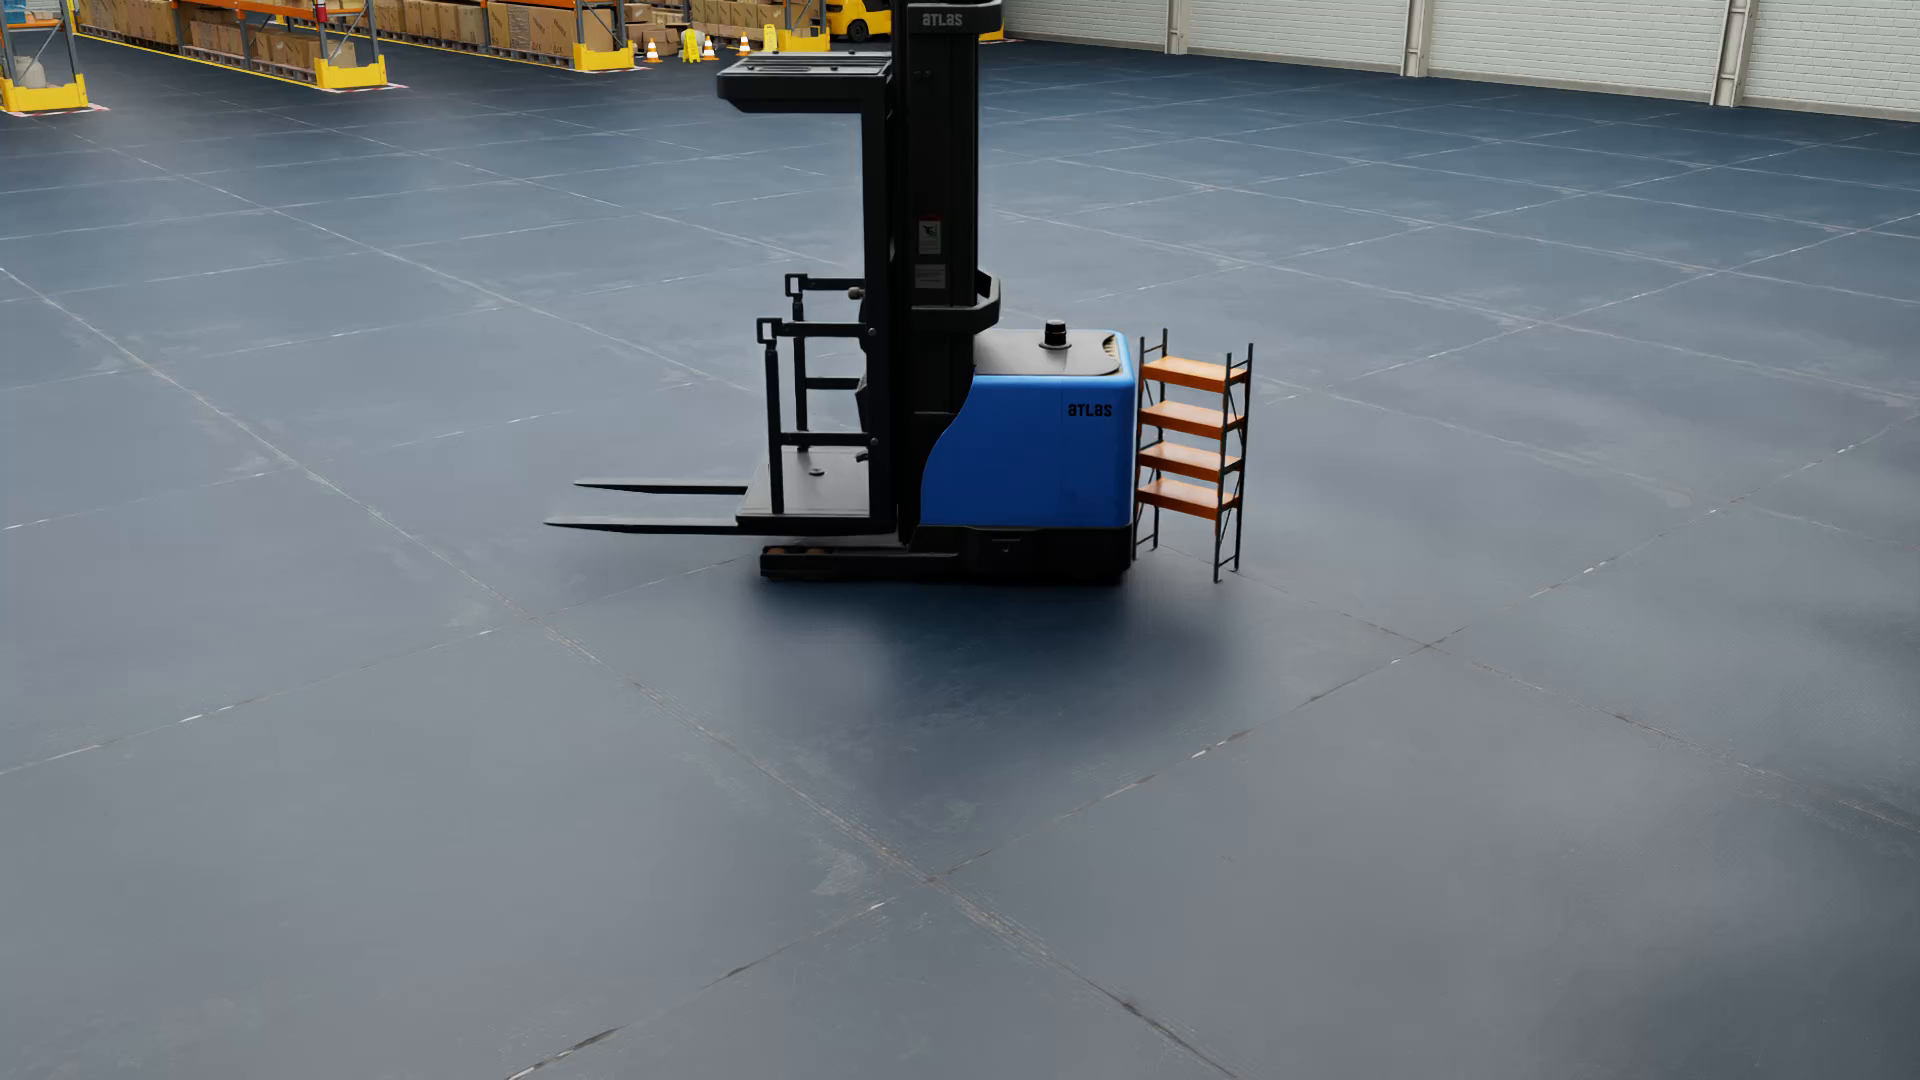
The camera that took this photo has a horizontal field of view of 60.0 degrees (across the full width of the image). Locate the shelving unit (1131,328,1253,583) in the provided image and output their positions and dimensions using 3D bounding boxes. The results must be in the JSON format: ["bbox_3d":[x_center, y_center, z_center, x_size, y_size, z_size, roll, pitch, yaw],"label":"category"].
[{"bbox_3d":[1.169,-0.430,8.437,0.503,1.200,0.258,16,26,35],"label":"shelving unit"}]

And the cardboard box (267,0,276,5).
[{"bbox_3d":[-12.506,-9.936,30.584,0.380,0.149,0.250,-17,27,-37],"label":"cardboard box"}]

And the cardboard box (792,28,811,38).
[{"bbox_3d":[-3.606,-11.053,36.286,0.500,0.250,0.500,-18,28,-38],"label":"cardboard box"}]

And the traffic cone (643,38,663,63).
[{"bbox_3d":[-6.244,-9.946,33.744,0.336,0.463,0.334,-17,27,-37],"label":"traffic cone"}]

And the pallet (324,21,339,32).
[{"bbox_3d":[-15.271,-12.837,41.470,1.003,0.211,1.213,-17,27,-37],"label":"pallet"}]

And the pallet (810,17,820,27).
[{"bbox_3d":[-3.453,-13.370,42.830,1.003,0.211,1.213,-17,27,-37],"label":"pallet"}]

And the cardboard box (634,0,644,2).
[{"bbox_3d":[-9.119,-16.047,48.693,0.700,0.500,0.500,-16,27,-35],"label":"cardboard box"}]

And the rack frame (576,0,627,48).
[{"bbox_3d":[-6.973,-10.643,32.044,1.000,3.000,0.127,-17,27,-37],"label":"rack frame"}]

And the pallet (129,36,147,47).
[{"bbox_3d":[-18.069,-11.312,37.575,1.003,0.211,1.213,-17,27,-37],"label":"pallet"}]

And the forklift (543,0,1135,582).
[{"bbox_3d":[-0.630,-1.344,8.397,3.031,2.935,1.130,1,21,2],"label":"forklift"}]

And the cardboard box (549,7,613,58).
[{"bbox_3d":[-7.466,-10.021,32.793,0.875,0.875,0.875,-17,27,-37],"label":"cardboard box"}]

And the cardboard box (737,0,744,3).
[{"bbox_3d":[-4.632,-11.804,36.285,0.380,0.149,0.250,-16,27,-35],"label":"cardboard box"}]

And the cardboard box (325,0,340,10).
[{"bbox_3d":[-11.139,-9.403,29.222,0.380,0.149,0.250,-17,27,-37],"label":"cardboard box"}]

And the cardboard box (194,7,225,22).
[{"bbox_3d":[-15.558,-10.912,34.528,0.500,0.250,0.500,-16,27,-35],"label":"cardboard box"}]

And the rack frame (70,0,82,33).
[{"bbox_3d":[-21.240,-13.911,40.387,1.000,3.000,0.127,-17,27,-37],"label":"rack frame"}]

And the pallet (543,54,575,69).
[{"bbox_3d":[-7.554,-9.547,33.069,1.003,0.211,1.213,-17,27,-37],"label":"pallet"}]

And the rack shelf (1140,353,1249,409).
[{"bbox_3d":[1.169,-0.796,8.294,0.480,0.148,0.258,16,26,35],"label":"rack shelf"}]

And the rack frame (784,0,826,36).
[{"bbox_3d":[-3.289,-11.849,35.124,1.000,3.000,0.127,-17,27,-37],"label":"rack frame"}]

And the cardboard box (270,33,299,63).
[{"bbox_3d":[-12.797,-9.350,31.596,0.500,0.500,0.500,-9,23,-21],"label":"cardboard box"}]

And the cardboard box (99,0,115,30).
[{"bbox_3d":[-19.587,-12.462,39.025,0.875,0.875,0.875,-17,27,-37],"label":"cardboard box"}]

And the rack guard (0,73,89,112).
[{"bbox_3d":[-14.634,-7.157,26.571,1.175,0.500,0.348,-17,27,-37],"label":"rack guard"}]

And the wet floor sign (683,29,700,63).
[{"bbox_3d":[-5.454,-10.010,33.656,0.232,0.644,0.267,17,27,36],"label":"wet floor sign"}]

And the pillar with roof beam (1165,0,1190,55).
[{"bbox_3d":[1.352,-13.550,31.239,9.100,9.000,0.400,-17,27,-37],"label":"pillar with roof beam"}]

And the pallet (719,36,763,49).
[{"bbox_3d":[-4.634,-11.142,37.141,1.003,0.211,1.213,-17,27,-37],"label":"pallet"}]

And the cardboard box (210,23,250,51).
[{"bbox_3d":[-14.819,-10.256,33.880,0.700,0.500,0.500,-15,26,-33],"label":"cardboard box"}]

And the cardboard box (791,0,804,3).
[{"bbox_3d":[-3.924,-13.978,43.239,0.875,0.625,0.625,-16,27,-36],"label":"cardboard box"}]

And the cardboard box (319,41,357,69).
[{"bbox_3d":[-11.191,-8.698,29.931,0.500,0.500,0.500,-12,24,-28],"label":"cardboard box"}]

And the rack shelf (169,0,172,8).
[{"bbox_3d":[-17.324,-11.918,36.286,1.077,0.370,4.000,-17,27,-37],"label":"rack shelf"}]

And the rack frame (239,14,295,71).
[{"bbox_3d":[-13.407,-10.595,31.922,1.000,3.000,0.127,-17,27,-37],"label":"rack frame"}]

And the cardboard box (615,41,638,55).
[{"bbox_3d":[-7.067,-10.439,35.271,0.396,0.266,0.258,-12,25,-28],"label":"cardboard box"}]

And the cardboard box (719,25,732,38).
[{"bbox_3d":[-5.014,-11.352,37.048,0.500,0.250,0.500,-18,28,-38],"label":"cardboard box"}]

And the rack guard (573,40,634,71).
[{"bbox_3d":[-6.957,-9.472,32.483,1.175,0.500,0.348,-17,27,-37],"label":"rack guard"}]

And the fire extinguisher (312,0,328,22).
[{"bbox_3d":[-11.071,-9.313,28.754,0.296,0.674,0.183,-17,27,-37],"label":"fire extinguisher"}]

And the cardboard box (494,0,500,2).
[{"bbox_3d":[-12.035,-14.613,45.119,0.875,0.438,0.875,-18,28,-39],"label":"cardboard box"}]

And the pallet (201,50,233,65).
[{"bbox_3d":[-14.717,-9.849,33.840,1.003,0.211,1.213,-17,27,-37],"label":"pallet"}]

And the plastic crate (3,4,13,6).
[{"bbox_3d":[-15.522,-8.490,26.750,0.499,0.251,0.408,-17,27,-37],"label":"plastic crate"}]

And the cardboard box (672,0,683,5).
[{"bbox_3d":[-7.950,-15.299,47.266,0.380,0.149,0.250,-18,28,-39],"label":"cardboard box"}]

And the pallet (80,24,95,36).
[{"bbox_3d":[-20.659,-12.410,40.379,1.003,0.211,1.213,-17,27,-37],"label":"pallet"}]

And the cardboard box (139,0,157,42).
[{"bbox_3d":[-17.029,-11.350,36.188,1.225,0.875,0.875,-17,27,-37],"label":"cardboard box"}]

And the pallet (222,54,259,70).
[{"bbox_3d":[-13.917,-9.512,32.979,1.003,0.211,1.213,-17,27,-37],"label":"pallet"}]

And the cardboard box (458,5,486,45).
[{"bbox_3d":[-10.057,-11.046,35.582,1.050,0.750,0.750,-18,27,-38],"label":"cardboard box"}]

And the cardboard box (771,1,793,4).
[{"bbox_3d":[-3.966,-11.552,36.532,0.500,0.500,0.500,-19,28,-39],"label":"cardboard box"}]

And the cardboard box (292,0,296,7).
[{"bbox_3d":[-11.787,-9.680,29.931,0.380,0.149,0.250,-17,27,-37],"label":"cardboard box"}]

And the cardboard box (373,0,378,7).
[{"bbox_3d":[-13.498,-12.642,38.970,0.500,0.250,0.500,-17,27,-36],"label":"cardboard box"}]

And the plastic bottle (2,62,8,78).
[{"bbox_3d":[-16.492,-8.148,28.806,0.152,0.276,0.135,-17,27,-37],"label":"plastic bottle"}]

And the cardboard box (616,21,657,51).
[{"bbox_3d":[-6.970,-10.889,35.909,0.797,0.637,0.503,-17,27,-37],"label":"cardboard box"}]

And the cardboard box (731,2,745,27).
[{"bbox_3d":[-4.677,-11.557,36.545,0.500,0.500,0.500,-18,28,-39],"label":"cardboard box"}]

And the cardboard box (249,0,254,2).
[{"bbox_3d":[-13.157,-10.213,31.290,0.380,0.149,0.250,-17,27,-37],"label":"cardboard box"}]

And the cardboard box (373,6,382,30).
[{"bbox_3d":[-13.516,-12.291,39.103,0.500,0.500,0.500,-19,28,-40],"label":"cardboard box"}]

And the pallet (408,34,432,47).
[{"bbox_3d":[-11.737,-11.319,37.594,1.003,0.211,1.213,-17,27,-37],"label":"pallet"}]

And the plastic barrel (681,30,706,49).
[{"bbox_3d":[-5.784,-10.860,36.131,0.512,0.421,0.421,0,21,-1],"label":"plastic barrel"}]

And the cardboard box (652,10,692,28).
[{"bbox_3d":[-6.716,-12.268,39.222,0.950,0.372,0.625,-15,26,-34],"label":"cardboard box"}]
